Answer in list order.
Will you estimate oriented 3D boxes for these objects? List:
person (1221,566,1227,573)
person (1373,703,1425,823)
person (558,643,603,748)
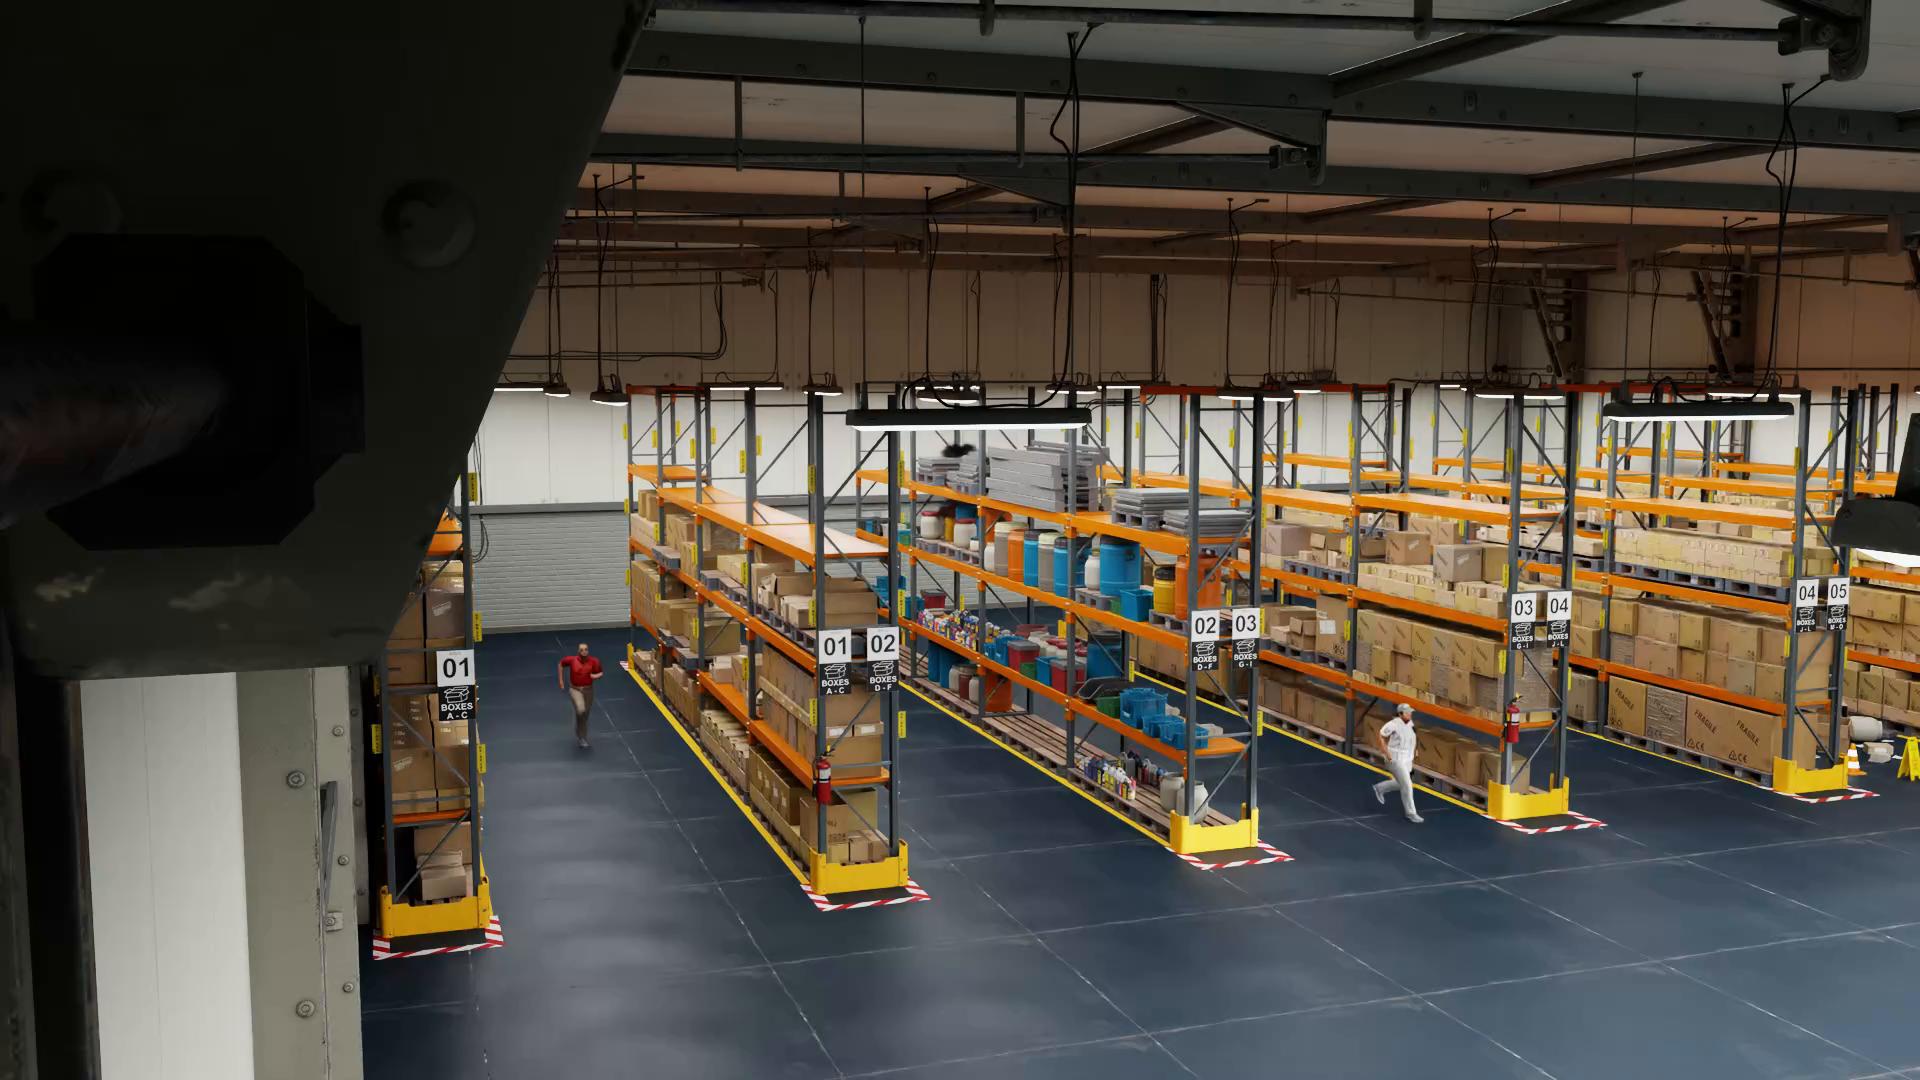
[{"bbox_3d":[6.182,1.409,39.701,0.675,1.647,0.858,1,6,11],"label":"person"},{"bbox_3d":[6.177,3.105,23.482,0.630,1.662,0.895,-4,7,-37],"label":"person"},{"bbox_3d":[-6.380,2.600,28.034,0.686,1.777,0.860,-3,7,-26],"label":"person"}]
